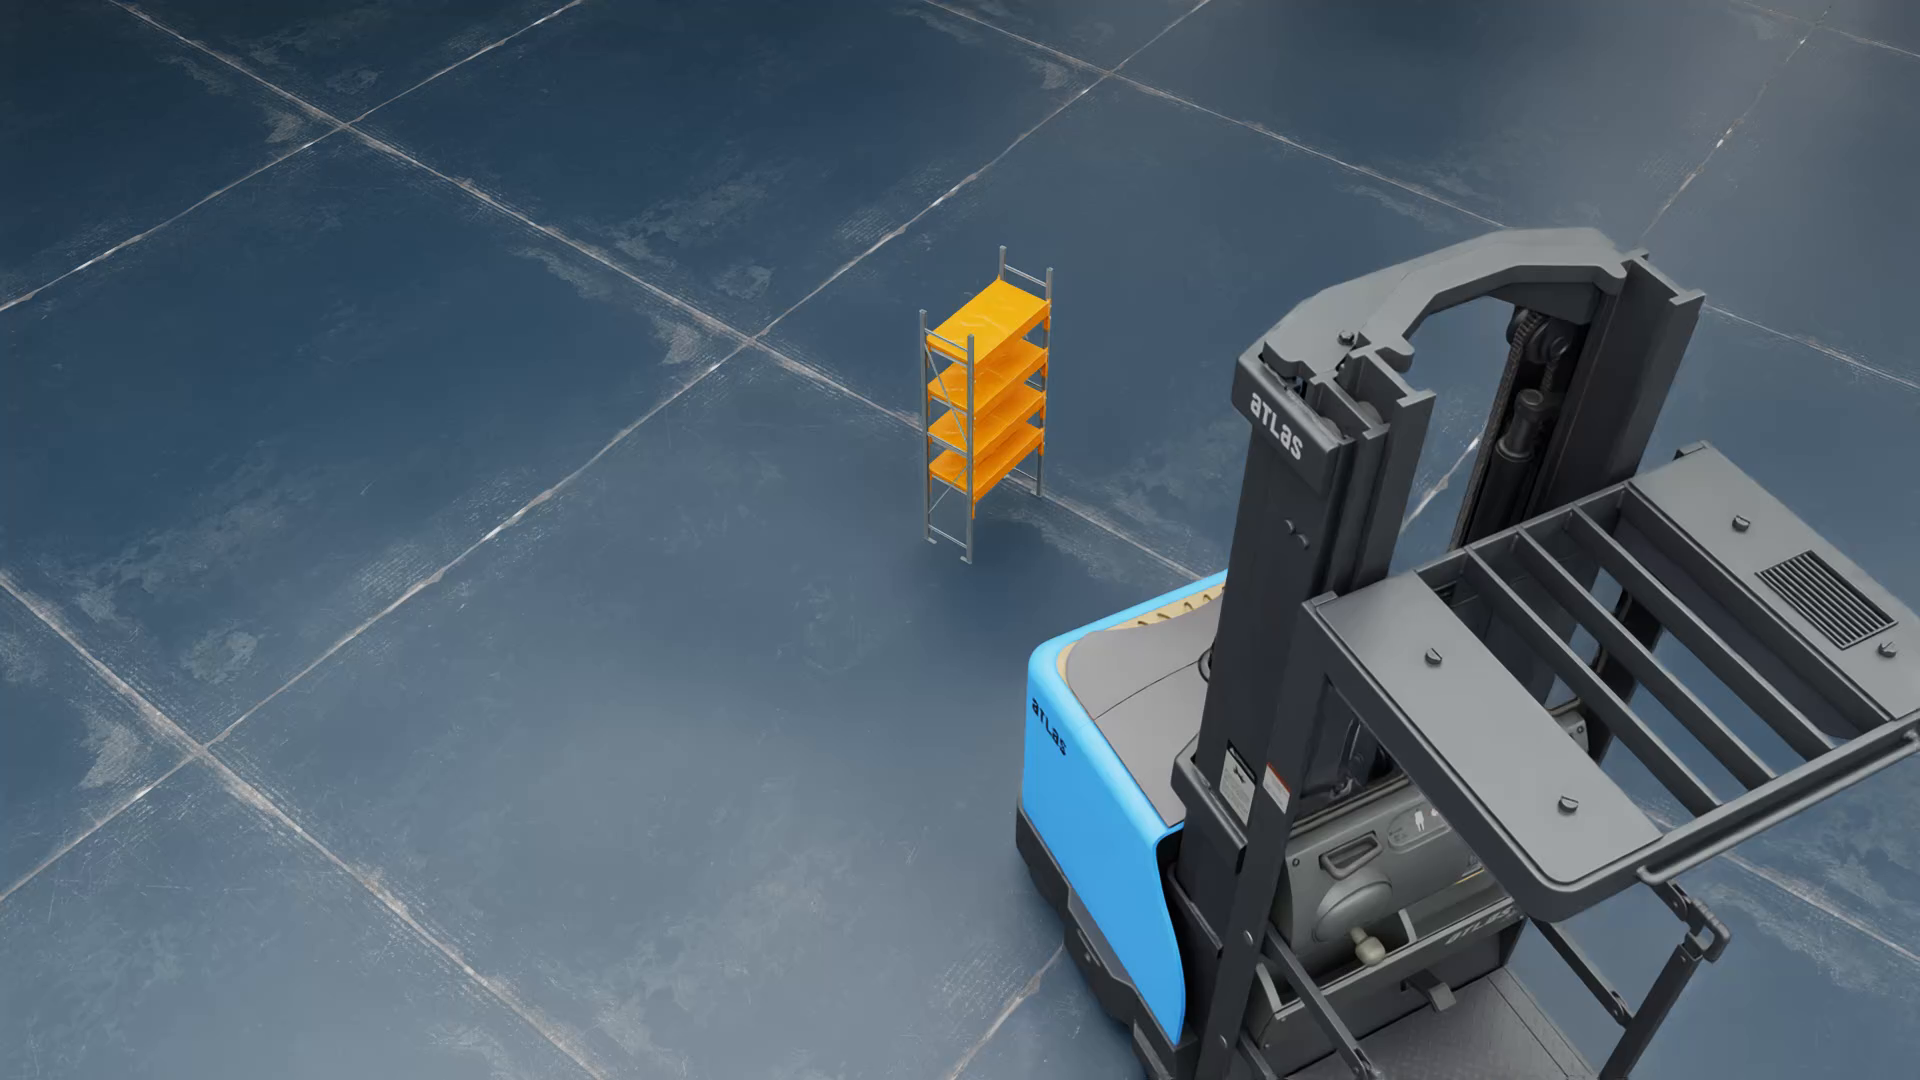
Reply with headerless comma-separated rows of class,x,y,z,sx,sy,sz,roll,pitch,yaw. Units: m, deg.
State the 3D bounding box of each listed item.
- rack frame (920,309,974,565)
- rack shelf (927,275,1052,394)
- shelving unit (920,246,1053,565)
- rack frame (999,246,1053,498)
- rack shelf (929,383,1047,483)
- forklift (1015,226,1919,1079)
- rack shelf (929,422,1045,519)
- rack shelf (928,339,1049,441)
rack frame,-0.048,-0.370,6.438,0.240,1.200,0.015,29,53,25
rack shelf,0.101,-0.781,6.287,0.258,0.148,0.480,29,53,25
shelving unit,0.101,-0.509,6.571,0.258,1.200,0.503,29,53,25
rack frame,0.250,-0.649,6.705,0.240,1.200,0.015,29,53,25
rack shelf,0.101,-0.463,6.620,0.258,0.148,0.480,29,53,25
forklift,1.309,0.856,4.070,1.130,2.935,3.031,-20,50,-18
rack shelf,0.101,-0.326,6.764,0.258,0.148,0.480,29,53,25
rack shelf,0.101,-0.617,6.458,0.258,0.148,0.480,29,53,25
